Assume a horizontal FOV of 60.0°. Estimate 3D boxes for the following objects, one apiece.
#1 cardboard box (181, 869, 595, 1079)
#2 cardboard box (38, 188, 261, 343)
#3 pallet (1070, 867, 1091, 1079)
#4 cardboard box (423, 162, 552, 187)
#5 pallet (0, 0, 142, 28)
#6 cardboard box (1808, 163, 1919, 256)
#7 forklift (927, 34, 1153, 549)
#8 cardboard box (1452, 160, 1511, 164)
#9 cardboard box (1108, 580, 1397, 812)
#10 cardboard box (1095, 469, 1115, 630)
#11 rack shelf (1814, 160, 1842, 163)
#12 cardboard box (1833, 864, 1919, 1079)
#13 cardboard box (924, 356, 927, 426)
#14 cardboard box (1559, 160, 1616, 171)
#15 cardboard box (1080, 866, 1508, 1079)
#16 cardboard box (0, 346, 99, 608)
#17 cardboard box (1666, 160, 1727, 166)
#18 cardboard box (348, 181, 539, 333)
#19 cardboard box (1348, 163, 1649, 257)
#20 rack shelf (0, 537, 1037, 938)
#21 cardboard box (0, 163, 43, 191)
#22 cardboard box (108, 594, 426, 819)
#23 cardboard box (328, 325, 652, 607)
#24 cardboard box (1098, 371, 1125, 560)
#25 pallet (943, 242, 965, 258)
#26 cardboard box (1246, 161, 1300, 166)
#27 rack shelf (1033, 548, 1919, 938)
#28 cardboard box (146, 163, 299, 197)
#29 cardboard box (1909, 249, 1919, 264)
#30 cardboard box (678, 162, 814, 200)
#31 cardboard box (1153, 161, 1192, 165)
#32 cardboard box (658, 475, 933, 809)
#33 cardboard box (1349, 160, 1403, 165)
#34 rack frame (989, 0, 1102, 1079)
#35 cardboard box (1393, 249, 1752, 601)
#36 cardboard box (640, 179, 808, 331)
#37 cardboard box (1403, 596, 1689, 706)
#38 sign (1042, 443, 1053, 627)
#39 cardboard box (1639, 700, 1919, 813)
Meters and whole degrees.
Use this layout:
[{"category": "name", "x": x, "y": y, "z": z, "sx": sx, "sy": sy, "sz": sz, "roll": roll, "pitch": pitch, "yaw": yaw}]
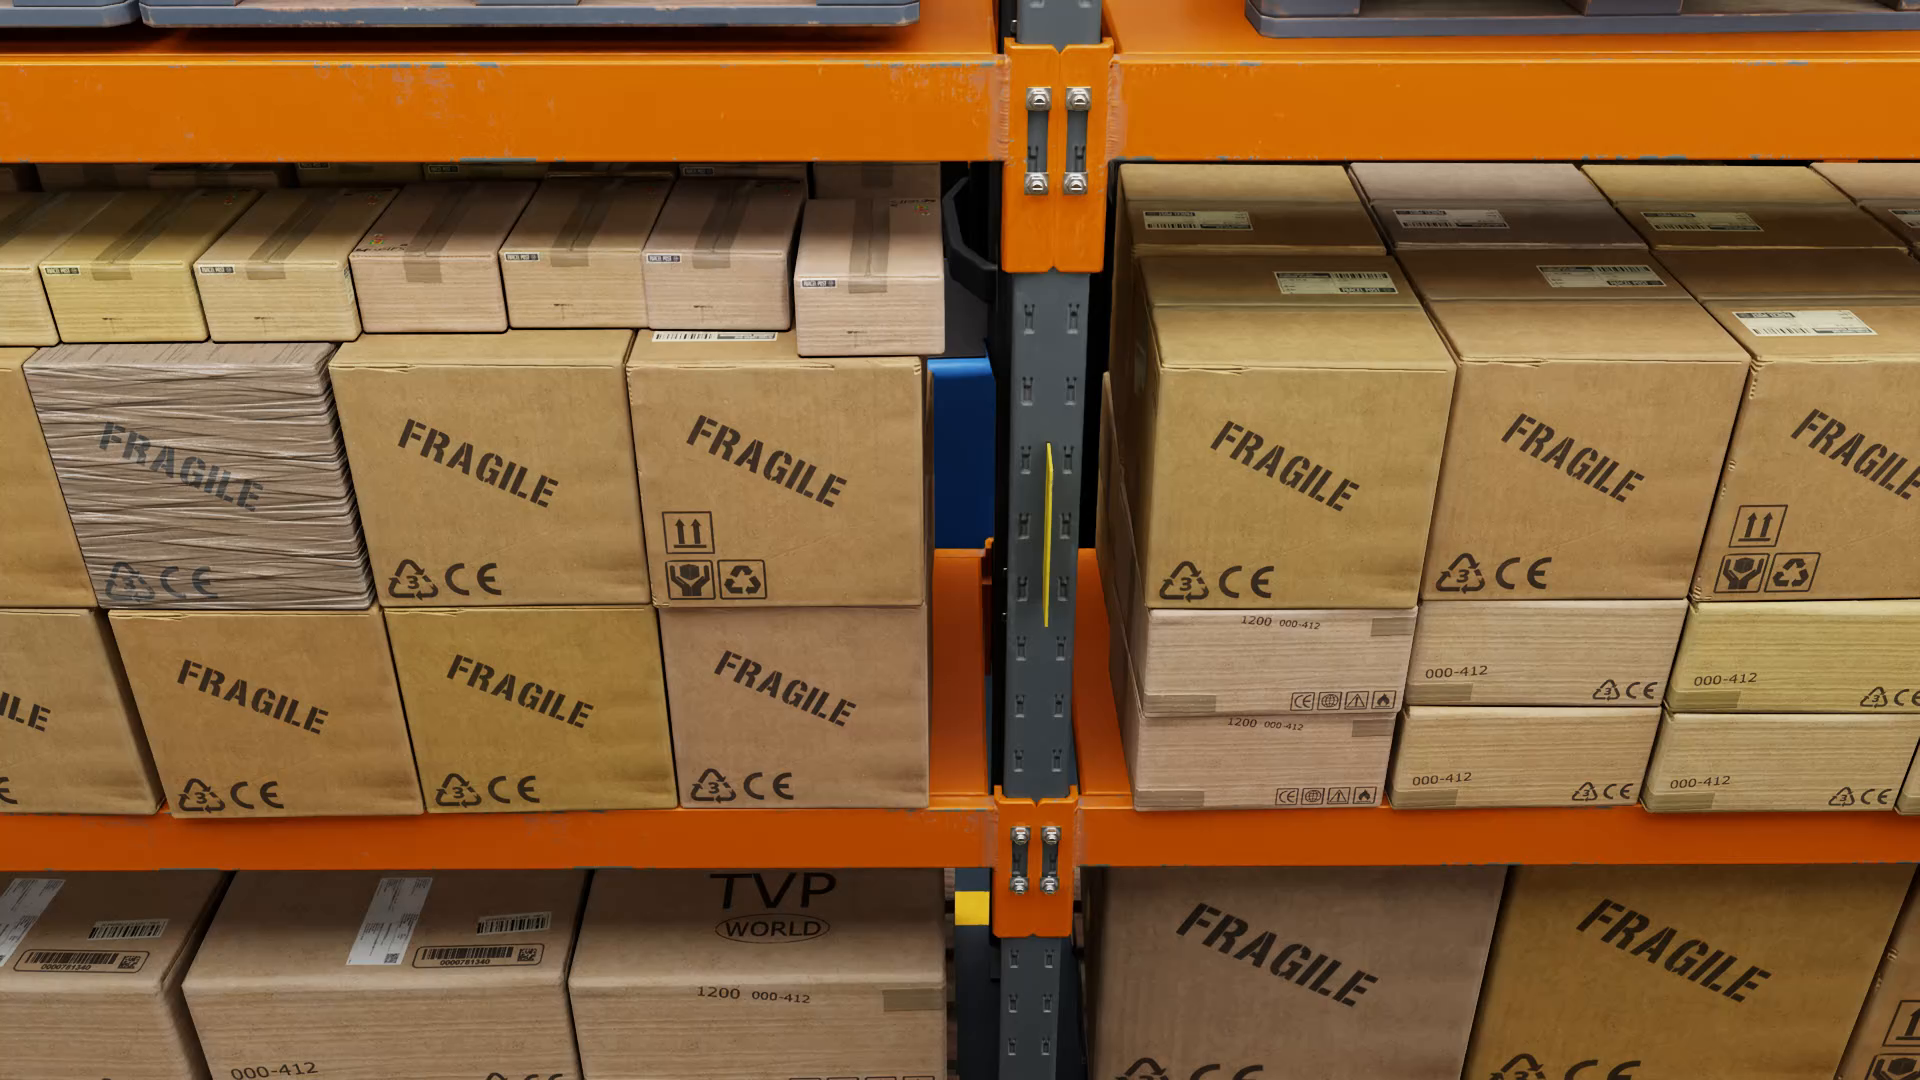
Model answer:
[{"category": "cardboard box", "x": -1.373, "y": 0.975, "z": 4.316, "sx": 0.875, "sy": 0.438, "sz": 0.875, "roll": -1, "pitch": 31, "yaw": -2}, {"category": "cardboard box", "x": -1.434, "y": -0.500, "z": 2.997, "sx": 0.250, "sy": 0.149, "sz": 0.380, "roll": -1, "pitch": 31, "yaw": -1}, {"category": "pallet", "x": 0.922, "y": 1.261, "z": 4.469, "sx": 1.213, "sy": 0.211, "sz": 1.003, "roll": 0, "pitch": 31, "yaw": 0}, {"category": "cardboard box", "x": -0.927, "y": -0.770, "z": 3.442, "sx": 0.250, "sy": 0.149, "sz": 0.380, "roll": 0, "pitch": 31, "yaw": -1}, {"category": "pallet", "x": -1.885, "y": -1.135, "z": 2.923, "sx": 1.213, "sy": 0.211, "sz": 1.003, "roll": 0, "pitch": 31, "yaw": 0}, {"category": "cardboard box", "x": 2.138, "y": -0.498, "z": 3.619, "sx": 0.500, "sy": 0.500, "sz": 0.500, "roll": 0, "pitch": 31, "yaw": 1}, {"category": "forklift", "x": 0.774, "y": -1.228, "z": 5.948, "sx": 3.031, "sy": 2.935, "sz": 1.130, "roll": -2, "pitch": 31, "yaw": -4}, {"category": "cardboard box", "x": 2.574, "y": -1.759, "z": 8.138, "sx": 0.250, "sy": 0.149, "sz": 0.380, "roll": -1, "pitch": 31, "yaw": -1}, {"category": "cardboard box", "x": 0.592, "y": 0.310, "z": 3.493, "sx": 0.500, "sy": 0.250, "sz": 0.500, "roll": -1, "pitch": 31, "yaw": -1}, {"category": "cardboard box", "x": 0.598, "y": 0.042, "z": 3.934, "sx": 0.500, "sy": 0.250, "sz": 0.500, "roll": -1, "pitch": 31, "yaw": -1}, {"category": "rack shelf", "x": 2.117, "y": -2.163, "z": 8.118, "sx": 4.000, "sy": 0.370, "sz": 1.077, "roll": 0, "pitch": 31, "yaw": 0}, {"category": "cardboard box", "x": 2.567, "y": 0.786, "z": 4.206, "sx": 0.875, "sy": 0.875, "sz": 0.875, "roll": 0, "pitch": 31, "yaw": 0}, {"category": "cardboard box", "x": -0.327, "y": -0.484, "z": 3.596, "sx": 0.500, "sy": 0.500, "sz": 0.500, "roll": 0, "pitch": 31, "yaw": 0}, {"category": "cardboard box", "x": 3.088, "y": -1.738, "z": 8.102, "sx": 0.250, "sy": 0.149, "sz": 0.380, "roll": -1, "pitch": 31, "yaw": -2}, {"category": "cardboard box", "x": 0.770, "y": 0.795, "z": 4.191, "sx": 0.875, "sy": 0.875, "sz": 0.875, "roll": 1, "pitch": 31, "yaw": 1}, {"category": "cardboard box", "x": -1.838, "y": -0.214, "z": 3.151, "sx": 0.500, "sy": 0.500, "sz": 0.500, "roll": 0, "pitch": 31, "yaw": 0}, {"category": "cardboard box", "x": 3.624, "y": -1.732, "z": 8.093, "sx": 0.250, "sy": 0.149, "sz": 0.380, "roll": -2, "pitch": 31, "yaw": -3}, {"category": "cardboard box", "x": -0.922, "y": -0.521, "z": 3.032, "sx": 0.250, "sy": 0.149, "sz": 0.380, "roll": 0, "pitch": 31, "yaw": -1}, {"category": "cardboard box", "x": 1.113, "y": -0.497, "z": 3.618, "sx": 0.500, "sy": 0.500, "sz": 0.500, "roll": 0, "pitch": 31, "yaw": 1}, {"category": "rack shelf", "x": -1.849, "y": 0.424, "z": 3.853, "sx": 4.000, "sy": 0.370, "sz": 1.077, "roll": 0, "pitch": 31, "yaw": 0}, {"category": "cardboard box", "x": -1.954, "y": -0.754, "z": 3.415, "sx": 0.250, "sy": 0.149, "sz": 0.380, "roll": 1, "pitch": 31, "yaw": 1}, {"category": "cardboard box", "x": -1.329, "y": 0.215, "z": 3.408, "sx": 0.500, "sy": 0.500, "sz": 0.500, "roll": -1, "pitch": 31, "yaw": -1}, {"category": "cardboard box", "x": -0.827, "y": -0.218, "z": 3.158, "sx": 0.500, "sy": 0.500, "sz": 0.500, "roll": -1, "pitch": 31, "yaw": -1}, {"category": "cardboard box", "x": 0.590, "y": -0.167, "z": 3.796, "sx": 0.500, "sy": 0.250, "sz": 0.500, "roll": 0, "pitch": 31, "yaw": 0}, {"category": "pallet", "x": -0.570, "y": -1.271, "z": 8.641, "sx": 1.213, "sy": 0.211, "sz": 1.003, "roll": 0, "pitch": 31, "yaw": 0}, {"category": "cardboard box", "x": 1.534, "y": -1.753, "z": 8.127, "sx": 0.250, "sy": 0.149, "sz": 0.380, "roll": 0, "pitch": 31, "yaw": 0}, {"category": "rack shelf", "x": 2.150, "y": 0.411, "z": 3.874, "sx": 4.000, "sy": 0.370, "sz": 1.077, "roll": 0, "pitch": 31, "yaw": 0}, {"category": "cardboard box", "x": -1.444, "y": -0.741, "z": 3.394, "sx": 0.250, "sy": 0.149, "sz": 0.380, "roll": 0, "pitch": 31, "yaw": 0}, {"category": "cardboard box", "x": 2.119, "y": -0.234, "z": 3.183, "sx": 0.500, "sy": 0.500, "sz": 0.500, "roll": -1, "pitch": 31, "yaw": -1}, {"category": "cardboard box", "x": -0.423, "y": -0.762, "z": 3.429, "sx": 0.250, "sy": 0.149, "sz": 0.380, "roll": 0, "pitch": 31, "yaw": 0}, {"category": "cardboard box", "x": 1.010, "y": -1.764, "z": 8.145, "sx": 0.250, "sy": 0.149, "sz": 0.380, "roll": -2, "pitch": 31, "yaw": -3}, {"category": "cardboard box", "x": -0.312, "y": 0.201, "z": 3.430, "sx": 0.500, "sy": 0.500, "sz": 0.500, "roll": 0, "pitch": 31, "yaw": 0}, {"category": "cardboard box", "x": 2.052, "y": -1.769, "z": 8.153, "sx": 0.250, "sy": 0.149, "sz": 0.380, "roll": 0, "pitch": 31, "yaw": 0}, {"category": "rack frame", "x": 0.151, "y": 0.110, "z": 3.677, "sx": 0.127, "sy": 3.000, "sz": 1.000, "roll": 0, "pitch": 31, "yaw": 0}, {"category": "cardboard box", "x": 1.101, "y": -0.228, "z": 3.175, "sx": 0.500, "sy": 0.500, "sz": 0.500, "roll": 0, "pitch": 31, "yaw": -1}, {"category": "cardboard box", "x": -0.420, "y": -0.527, "z": 3.041, "sx": 0.250, "sy": 0.149, "sz": 0.380, "roll": 1, "pitch": 31, "yaw": 1}, {"category": "cardboard box", "x": 1.113, "y": 0.089, "z": 3.374, "sx": 0.500, "sy": 0.250, "sz": 0.500, "roll": 0, "pitch": 31, "yaw": 0}, {"category": "sign", "x": 0.155, "y": -0.006, "z": 2.957, "sx": 0.005, "sy": 0.325, "sz": 0.100, "roll": 0, "pitch": 31, "yaw": 0}, {"category": "cardboard box", "x": 1.622, "y": 0.314, "z": 3.485, "sx": 0.500, "sy": 0.250, "sz": 0.500, "roll": 0, "pitch": 31, "yaw": -1}]
